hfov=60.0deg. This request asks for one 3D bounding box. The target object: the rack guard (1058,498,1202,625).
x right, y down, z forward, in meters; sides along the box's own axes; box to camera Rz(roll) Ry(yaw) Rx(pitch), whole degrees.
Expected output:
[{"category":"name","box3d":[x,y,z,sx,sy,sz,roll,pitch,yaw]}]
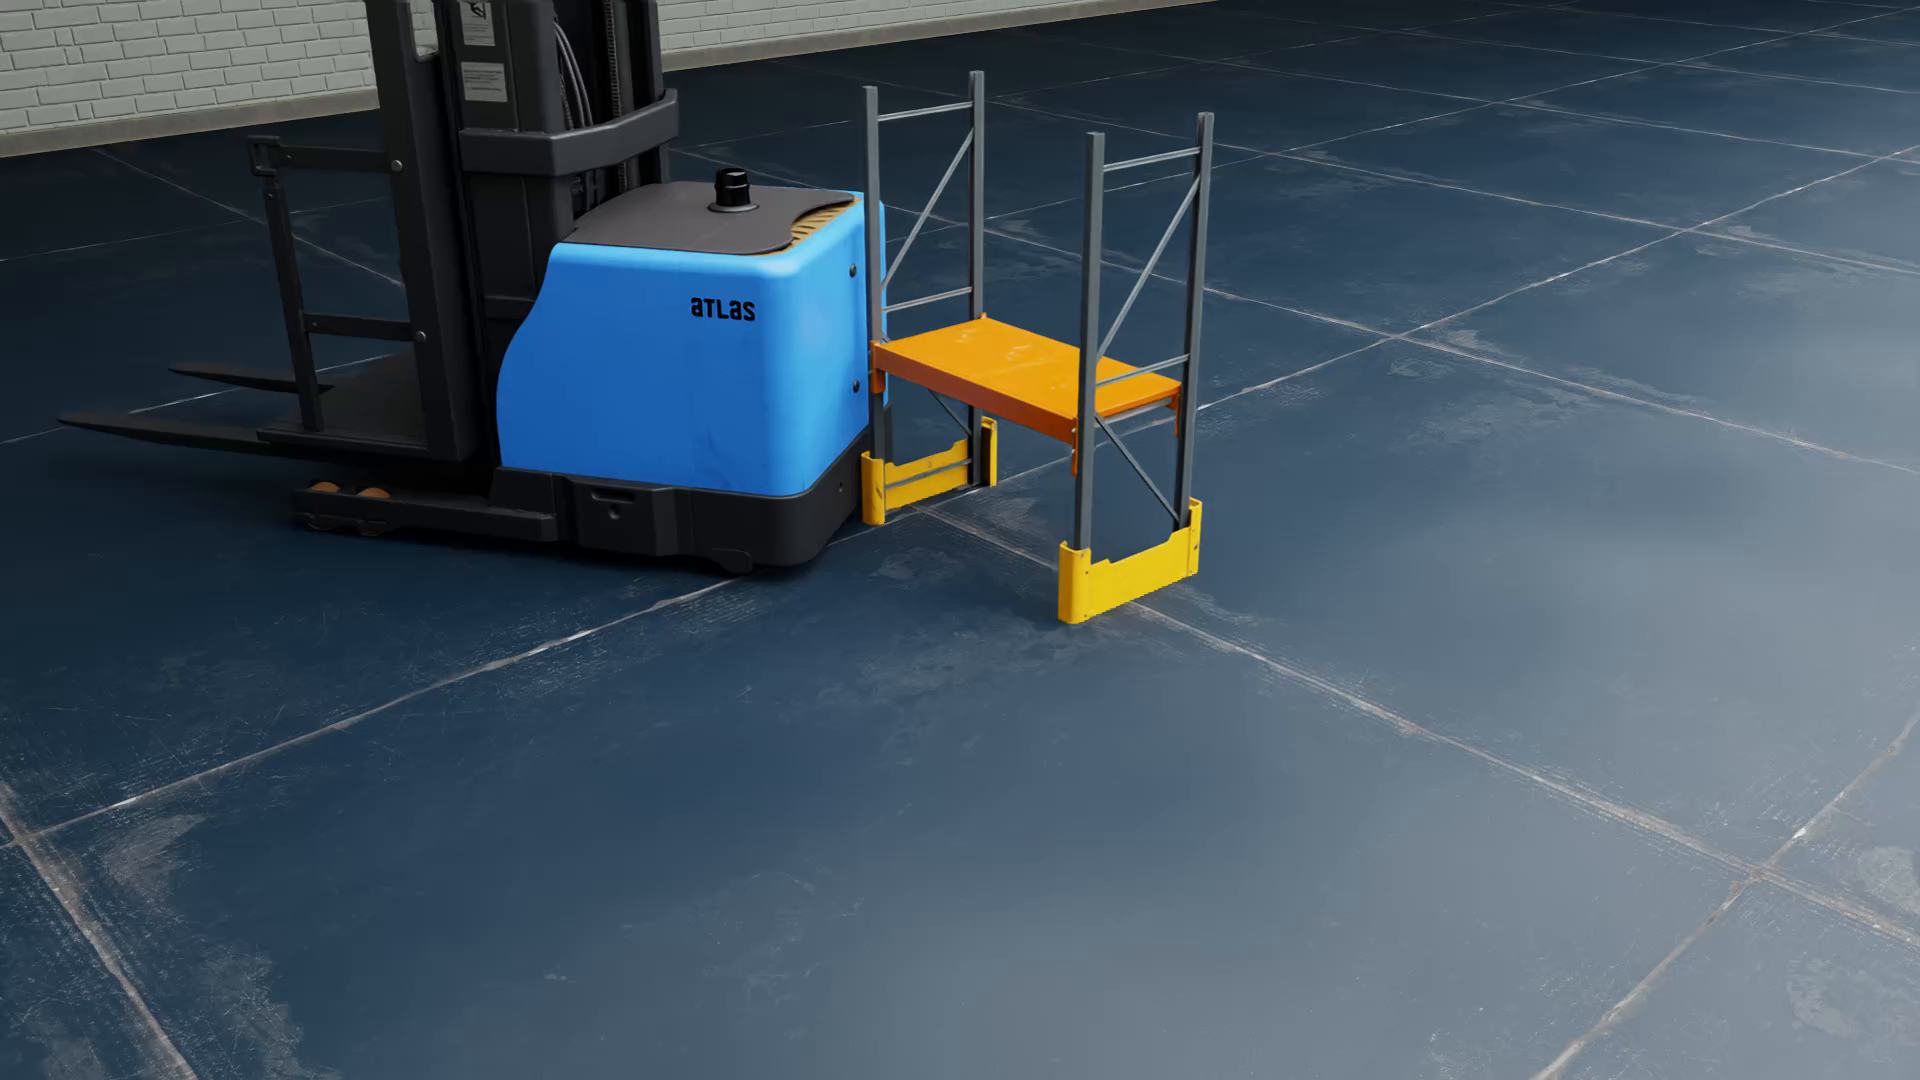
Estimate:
[{"category":"rack guard","box3d":[0.547,0.061,5.316,0.587,0.250,0.087,-20,31,-37]}]

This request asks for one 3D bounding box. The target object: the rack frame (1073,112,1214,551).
[{"category":"rack frame","box3d":[0.548,-0.508,5.056,0.500,1.500,0.032,-20,31,-37]}]

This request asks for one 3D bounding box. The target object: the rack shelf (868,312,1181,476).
[{"category":"rack shelf","box3d":[0.215,-0.503,5.480,0.538,0.185,1.000,-20,31,-37]}]

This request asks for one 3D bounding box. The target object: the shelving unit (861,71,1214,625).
[{"category":"shelving unit","box3d":[0.221,-0.664,5.399,0.587,1.500,1.083,-20,31,-37]}]

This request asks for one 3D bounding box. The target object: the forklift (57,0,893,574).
[{"category":"forklift","box3d":[-1.825,-1.548,5.613,3.031,2.935,1.130,7,25,14]}]

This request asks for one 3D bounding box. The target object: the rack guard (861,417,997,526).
[{"category":"rack guard","box3d":[-0.105,-0.252,6.001,0.587,0.250,0.087,-20,31,-37]}]

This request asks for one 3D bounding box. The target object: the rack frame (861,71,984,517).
[{"category":"rack frame","box3d":[-0.118,-0.827,5.755,0.500,1.500,0.032,-20,31,-37]}]
